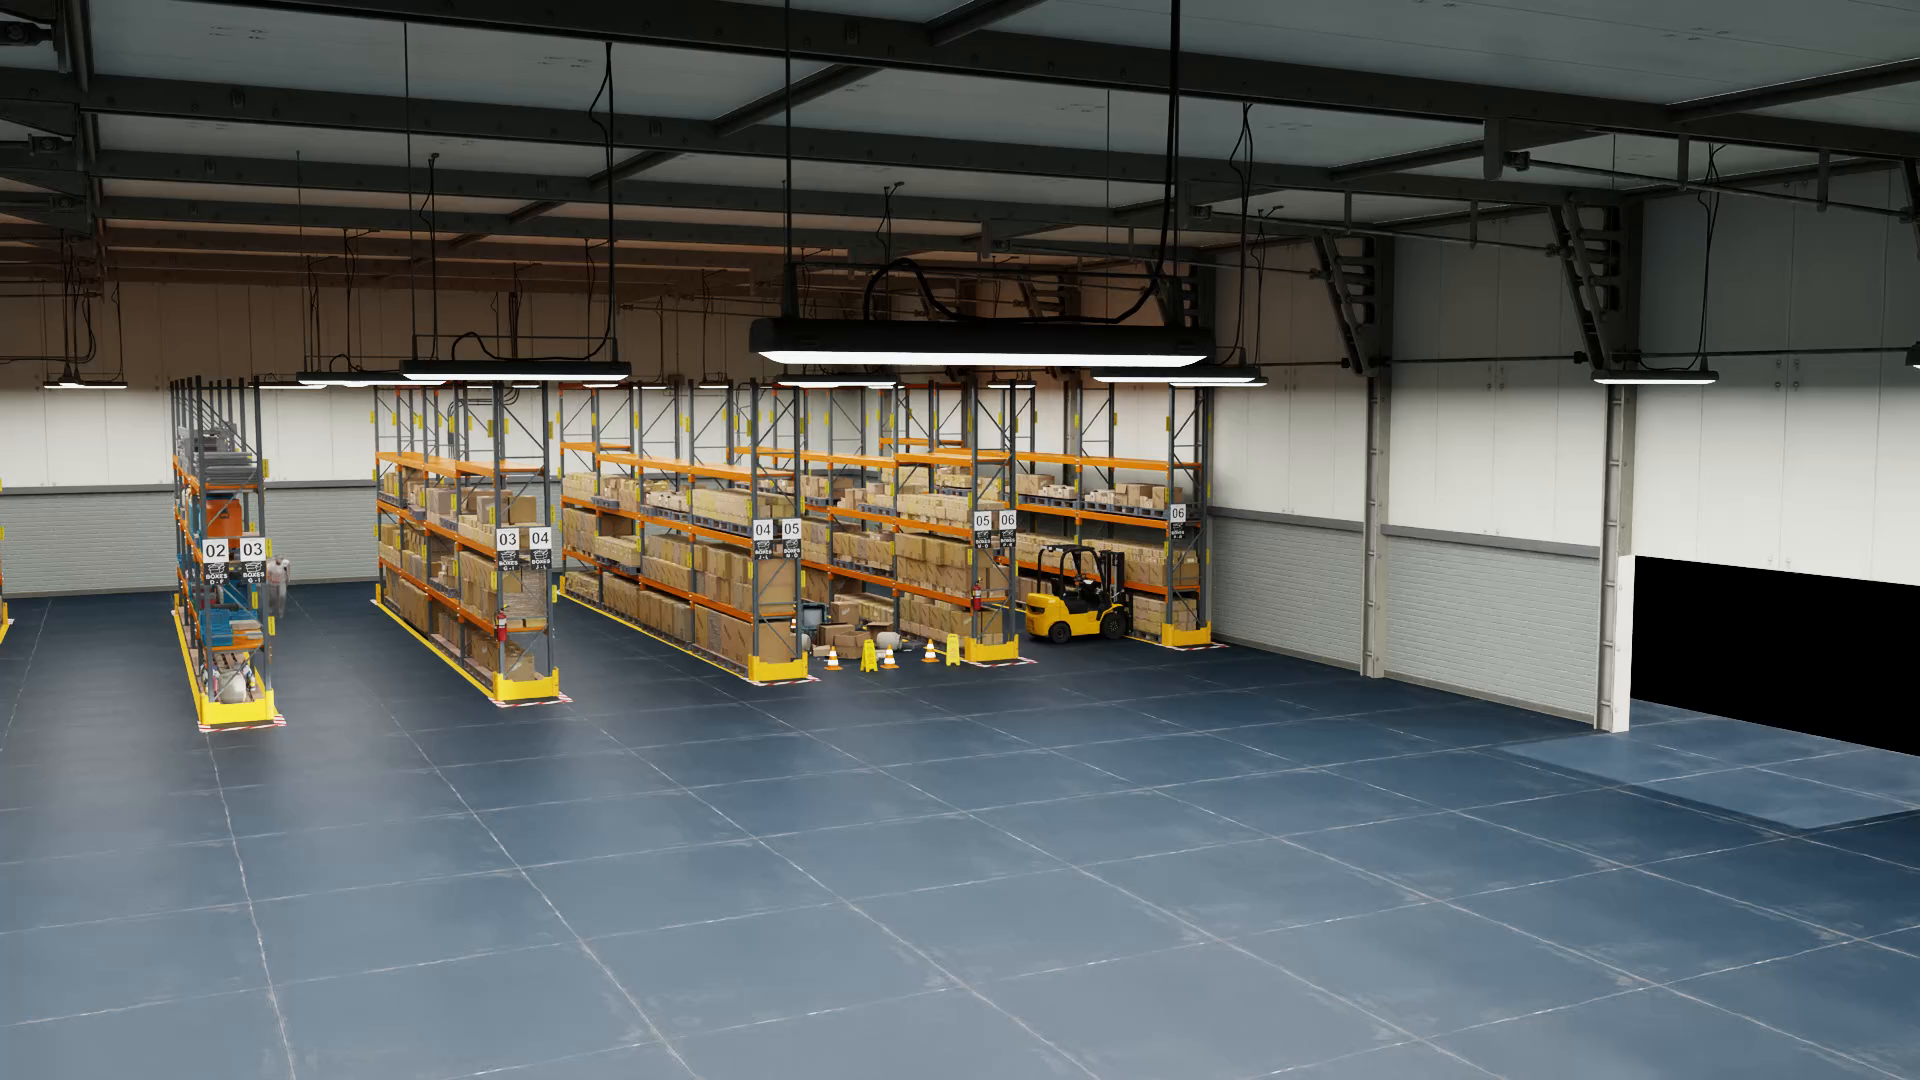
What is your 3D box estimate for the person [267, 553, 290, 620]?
[{"bbox_3d":[-17.410,1.153,42.297,0.694,1.721,1.023,-4,7,-40],"label":"person"}]
